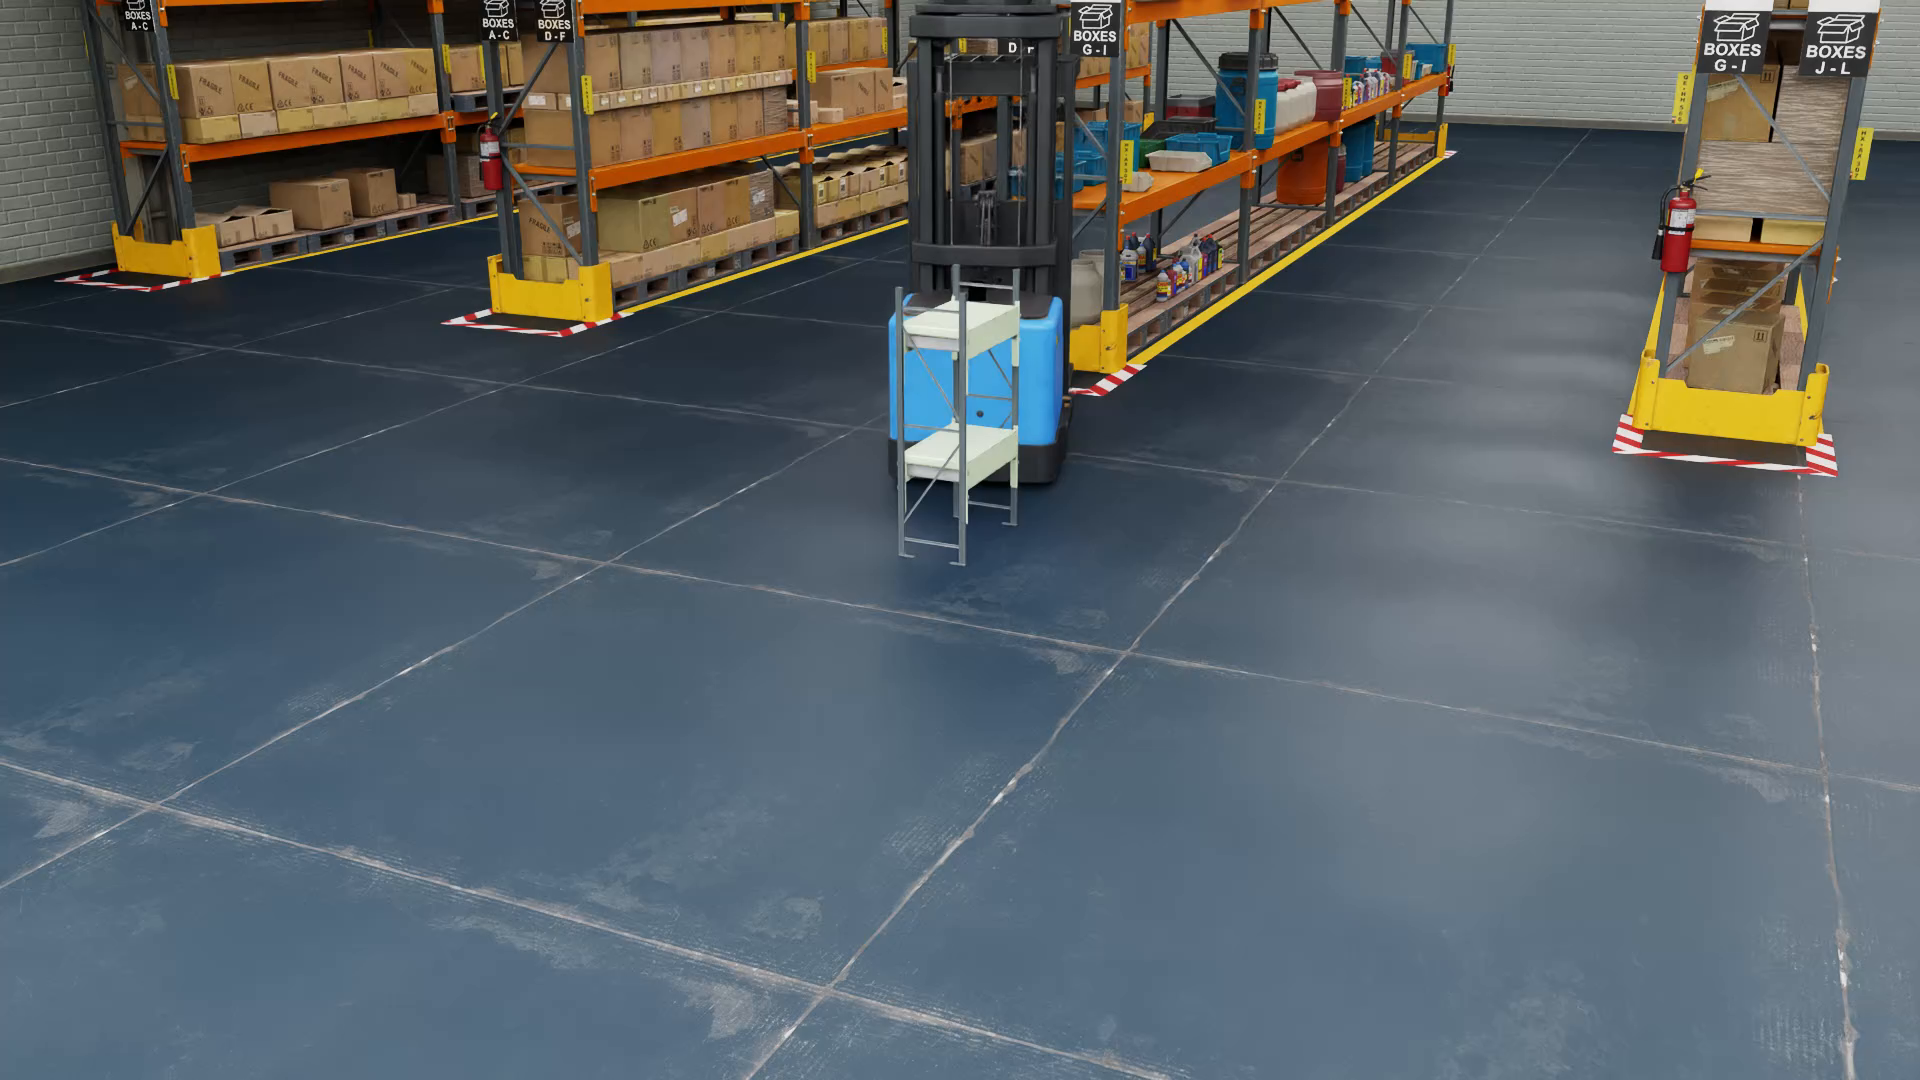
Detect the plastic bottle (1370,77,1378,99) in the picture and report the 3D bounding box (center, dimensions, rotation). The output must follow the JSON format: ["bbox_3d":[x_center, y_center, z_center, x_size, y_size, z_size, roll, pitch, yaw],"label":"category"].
[{"bbox_3d":[5.461,-6.007,22.068,0.152,0.276,0.135,9,21,23],"label":"plastic bottle"}]

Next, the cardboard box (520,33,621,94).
[{"bbox_3d":[-3.524,-4.324,15.065,0.700,0.500,0.500,9,21,23],"label":"cardboard box"}]

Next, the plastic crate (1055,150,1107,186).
[{"bbox_3d":[0.973,-3.149,14.070,0.499,0.251,0.408,9,21,23],"label":"plastic crate"}]

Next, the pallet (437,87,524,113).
[{"bbox_3d":[-6.185,-5.533,20.837,1.003,0.211,1.213,9,21,23],"label":"pallet"}]

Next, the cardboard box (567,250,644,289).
[{"bbox_3d":[-3.325,-2.544,15.623,0.500,0.250,0.500,9,21,23],"label":"cardboard box"}]

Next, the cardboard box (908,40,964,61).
[{"bbox_3d":[-0.317,-6.407,22.232,0.700,0.500,0.500,2,20,4],"label":"cardboard box"}]

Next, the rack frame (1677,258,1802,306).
[{"bbox_3d":[6.926,-3.371,14.471,1.000,3.000,0.127,9,21,23],"label":"rack frame"}]

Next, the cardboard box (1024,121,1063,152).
[{"bbox_3d":[1.225,-6.016,24.983,0.500,0.500,0.500,8,21,22],"label":"cardboard box"}]

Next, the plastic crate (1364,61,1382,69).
[{"bbox_3d":[6.258,-7.144,25.240,0.416,0.233,0.300,9,21,23],"label":"plastic crate"}]

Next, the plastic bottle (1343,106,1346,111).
[{"bbox_3d":[4.694,-5.400,20.352,0.061,0.283,0.133,9,21,23],"label":"plastic bottle"}]

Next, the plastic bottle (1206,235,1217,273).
[{"bbox_3d":[2.407,-2.773,16.087,0.144,0.351,0.185,8,21,21],"label":"plastic bottle"}]

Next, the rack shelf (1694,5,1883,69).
[{"bbox_3d":[6.107,-3.834,12.370,1.077,0.370,4.000,9,21,23],"label":"rack shelf"}]

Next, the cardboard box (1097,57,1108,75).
[{"bbox_3d":[2.037,-7.652,26.359,0.500,0.500,0.500,8,21,22],"label":"cardboard box"}]

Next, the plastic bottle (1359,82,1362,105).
[{"bbox_3d":[5.063,-5.685,21.171,0.097,0.271,0.097,0,20,0],"label":"plastic bottle"}]

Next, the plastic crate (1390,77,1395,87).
[{"bbox_3d":[6.004,-6.523,23.637,0.396,0.136,0.243,9,21,23],"label":"plastic crate"}]

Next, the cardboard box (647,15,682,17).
[{"bbox_3d":[-4.407,-7.827,25.258,0.500,0.250,0.500,8,21,21],"label":"cardboard box"}]

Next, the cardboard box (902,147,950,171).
[{"bbox_3d":[-0.462,-4.927,21.486,0.500,0.311,0.500,9,22,24],"label":"cardboard box"}]

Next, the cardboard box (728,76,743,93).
[{"bbox_3d":[-2.444,-4.661,16.980,0.380,0.149,0.250,8,21,22],"label":"cardboard box"}]

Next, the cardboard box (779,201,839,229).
[{"bbox_3d":[-1.719,-3.723,18.938,0.500,0.250,0.500,8,21,21],"label":"cardboard box"}]

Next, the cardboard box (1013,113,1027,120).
[{"bbox_3d":[1.140,-6.420,26.117,0.500,0.500,0.500,9,21,23],"label":"cardboard box"}]

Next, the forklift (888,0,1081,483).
[{"bbox_3d":[0.228,-2.183,11.234,1.130,2.935,3.031,2,20,6],"label":"forklift"}]

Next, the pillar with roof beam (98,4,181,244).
[{"bbox_3d":[-4.844,-6.756,15.035,9.100,9.000,0.400,9,21,23],"label":"pillar with roof beam"}]

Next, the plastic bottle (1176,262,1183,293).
[{"bbox_3d":[1.978,-2.396,15.146,0.097,0.271,0.097,0,20,0],"label":"plastic bottle"}]

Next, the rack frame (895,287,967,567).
[{"bbox_3d":[-0.153,-0.593,8.897,0.400,1.500,0.023,9,21,23],"label":"rack frame"}]

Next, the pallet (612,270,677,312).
[{"bbox_3d":[-3.473,-2.434,15.998,1.003,0.211,1.213,9,21,23],"label":"pallet"}]

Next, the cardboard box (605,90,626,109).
[{"bbox_3d":[-3.285,-4.033,15.215,0.380,0.149,0.250,8,21,21],"label":"cardboard box"}]

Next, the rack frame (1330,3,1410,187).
[{"bbox_3d":[5.683,-6.496,23.258,1.000,3.000,0.127,9,21,23],"label":"rack frame"}]

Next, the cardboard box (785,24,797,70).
[{"bbox_3d":[-3.118,-8.160,27.490,0.980,0.700,0.700,9,21,24],"label":"cardboard box"}]

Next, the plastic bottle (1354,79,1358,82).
[{"bbox_3d":[5.189,-5.904,21.786,0.097,0.271,0.097,0,20,0],"label":"plastic bottle"}]

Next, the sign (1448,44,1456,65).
[{"bbox_3d":[7.830,-7.725,26.471,0.100,0.325,0.005,9,21,23],"label":"sign"}]

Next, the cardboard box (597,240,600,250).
[{"bbox_3d":[-3.604,-2.770,16.258,0.500,0.250,0.500,9,21,23],"label":"cardboard box"}]

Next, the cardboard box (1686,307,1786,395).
[{"bbox_3d":[5.559,-1.357,11.911,0.500,0.500,0.500,13,23,33],"label":"cardboard box"}]

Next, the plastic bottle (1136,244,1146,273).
[{"bbox_3d":[1.749,-2.722,16.060,0.097,0.271,0.097,0,20,0],"label":"plastic bottle"}]

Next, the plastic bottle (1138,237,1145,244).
[{"bbox_3d":[1.770,-2.835,16.371,0.152,0.276,0.135,9,22,25],"label":"plastic bottle"}]

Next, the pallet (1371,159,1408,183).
[{"bbox_3d":[5.949,-5.412,24.373,1.003,0.211,1.213,9,21,23],"label":"pallet"}]

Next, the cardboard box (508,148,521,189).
[{"bbox_3d":[-6.179,-4.832,21.652,0.700,0.500,0.500,8,21,22],"label":"cardboard box"}]

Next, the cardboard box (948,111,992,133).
[{"bbox_3d":[0.131,-5.986,23.779,0.500,0.250,0.500,8,21,22],"label":"cardboard box"}]

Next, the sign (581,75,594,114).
[{"bbox_3d":[-3.244,-3.876,14.480,0.100,0.325,0.005,9,21,23],"label":"sign"}]

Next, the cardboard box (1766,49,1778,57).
[{"bbox_3d":[5.907,-3.466,12.654,0.500,0.500,0.500,9,21,23],"label":"cardboard box"}]

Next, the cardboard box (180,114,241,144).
[{"bbox_3d":[-7.779,-4.231,17.085,0.500,0.250,0.500,8,21,21],"label":"cardboard box"}]

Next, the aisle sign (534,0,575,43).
[{"bbox_3d":[-3.495,-4.671,14.248,0.394,0.787,0.004,9,21,23],"label":"aisle sign"}]

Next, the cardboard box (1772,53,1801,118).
[{"bbox_3d":[6.177,-3.242,12.023,0.500,0.500,0.500,9,21,23],"label":"cardboard box"}]

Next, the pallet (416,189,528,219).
[{"bbox_3d":[-6.313,-4.334,21.341,1.003,0.211,1.213,9,21,23],"label":"pallet"}]

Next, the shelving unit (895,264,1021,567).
[{"bbox_3d":[-0.003,-0.705,9.212,0.431,1.500,0.755,9,21,23],"label":"shelving unit"}]

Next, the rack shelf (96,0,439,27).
[{"bbox_3d":[-7.450,-5.873,18.103,1.077,0.370,4.000,9,21,23],"label":"rack shelf"}]

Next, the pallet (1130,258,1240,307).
[{"bbox_3d":[2.094,-2.537,16.288,1.003,0.211,1.213,9,21,23],"label":"pallet"}]

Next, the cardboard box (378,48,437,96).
[{"bbox_3d":[-6.542,-5.515,19.575,0.500,0.500,0.500,8,21,23],"label":"cardboard box"}]

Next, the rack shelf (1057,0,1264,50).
[{"bbox_3d":[1.588,-4.513,14.281,1.077,0.370,4.000,9,21,23],"label":"rack shelf"}]

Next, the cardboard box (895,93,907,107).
[{"bbox_3d":[-0.588,-5.523,20.897,0.380,0.149,0.250,9,21,23],"label":"cardboard box"}]

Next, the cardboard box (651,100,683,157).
[{"bbox_3d":[-3.126,-4.009,16.115,0.700,0.500,0.500,9,21,23],"label":"cardboard box"}]

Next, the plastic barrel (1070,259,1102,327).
[{"bbox_3d":[0.969,-2.065,13.885,0.421,0.512,0.421,0,20,0],"label":"plastic barrel"}]

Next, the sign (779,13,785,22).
[{"bbox_3d":[-2.856,-8.292,26.699,0.100,0.325,0.005,9,21,23],"label":"sign"}]

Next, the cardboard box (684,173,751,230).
[{"bbox_3d":[-2.517,-3.511,17.221,0.500,0.500,0.500,9,21,23],"label":"cardboard box"}]

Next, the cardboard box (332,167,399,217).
[{"bbox_3d":[-7.019,-4.117,19.642,0.500,0.500,0.500,7,21,19],"label":"cardboard box"}]
